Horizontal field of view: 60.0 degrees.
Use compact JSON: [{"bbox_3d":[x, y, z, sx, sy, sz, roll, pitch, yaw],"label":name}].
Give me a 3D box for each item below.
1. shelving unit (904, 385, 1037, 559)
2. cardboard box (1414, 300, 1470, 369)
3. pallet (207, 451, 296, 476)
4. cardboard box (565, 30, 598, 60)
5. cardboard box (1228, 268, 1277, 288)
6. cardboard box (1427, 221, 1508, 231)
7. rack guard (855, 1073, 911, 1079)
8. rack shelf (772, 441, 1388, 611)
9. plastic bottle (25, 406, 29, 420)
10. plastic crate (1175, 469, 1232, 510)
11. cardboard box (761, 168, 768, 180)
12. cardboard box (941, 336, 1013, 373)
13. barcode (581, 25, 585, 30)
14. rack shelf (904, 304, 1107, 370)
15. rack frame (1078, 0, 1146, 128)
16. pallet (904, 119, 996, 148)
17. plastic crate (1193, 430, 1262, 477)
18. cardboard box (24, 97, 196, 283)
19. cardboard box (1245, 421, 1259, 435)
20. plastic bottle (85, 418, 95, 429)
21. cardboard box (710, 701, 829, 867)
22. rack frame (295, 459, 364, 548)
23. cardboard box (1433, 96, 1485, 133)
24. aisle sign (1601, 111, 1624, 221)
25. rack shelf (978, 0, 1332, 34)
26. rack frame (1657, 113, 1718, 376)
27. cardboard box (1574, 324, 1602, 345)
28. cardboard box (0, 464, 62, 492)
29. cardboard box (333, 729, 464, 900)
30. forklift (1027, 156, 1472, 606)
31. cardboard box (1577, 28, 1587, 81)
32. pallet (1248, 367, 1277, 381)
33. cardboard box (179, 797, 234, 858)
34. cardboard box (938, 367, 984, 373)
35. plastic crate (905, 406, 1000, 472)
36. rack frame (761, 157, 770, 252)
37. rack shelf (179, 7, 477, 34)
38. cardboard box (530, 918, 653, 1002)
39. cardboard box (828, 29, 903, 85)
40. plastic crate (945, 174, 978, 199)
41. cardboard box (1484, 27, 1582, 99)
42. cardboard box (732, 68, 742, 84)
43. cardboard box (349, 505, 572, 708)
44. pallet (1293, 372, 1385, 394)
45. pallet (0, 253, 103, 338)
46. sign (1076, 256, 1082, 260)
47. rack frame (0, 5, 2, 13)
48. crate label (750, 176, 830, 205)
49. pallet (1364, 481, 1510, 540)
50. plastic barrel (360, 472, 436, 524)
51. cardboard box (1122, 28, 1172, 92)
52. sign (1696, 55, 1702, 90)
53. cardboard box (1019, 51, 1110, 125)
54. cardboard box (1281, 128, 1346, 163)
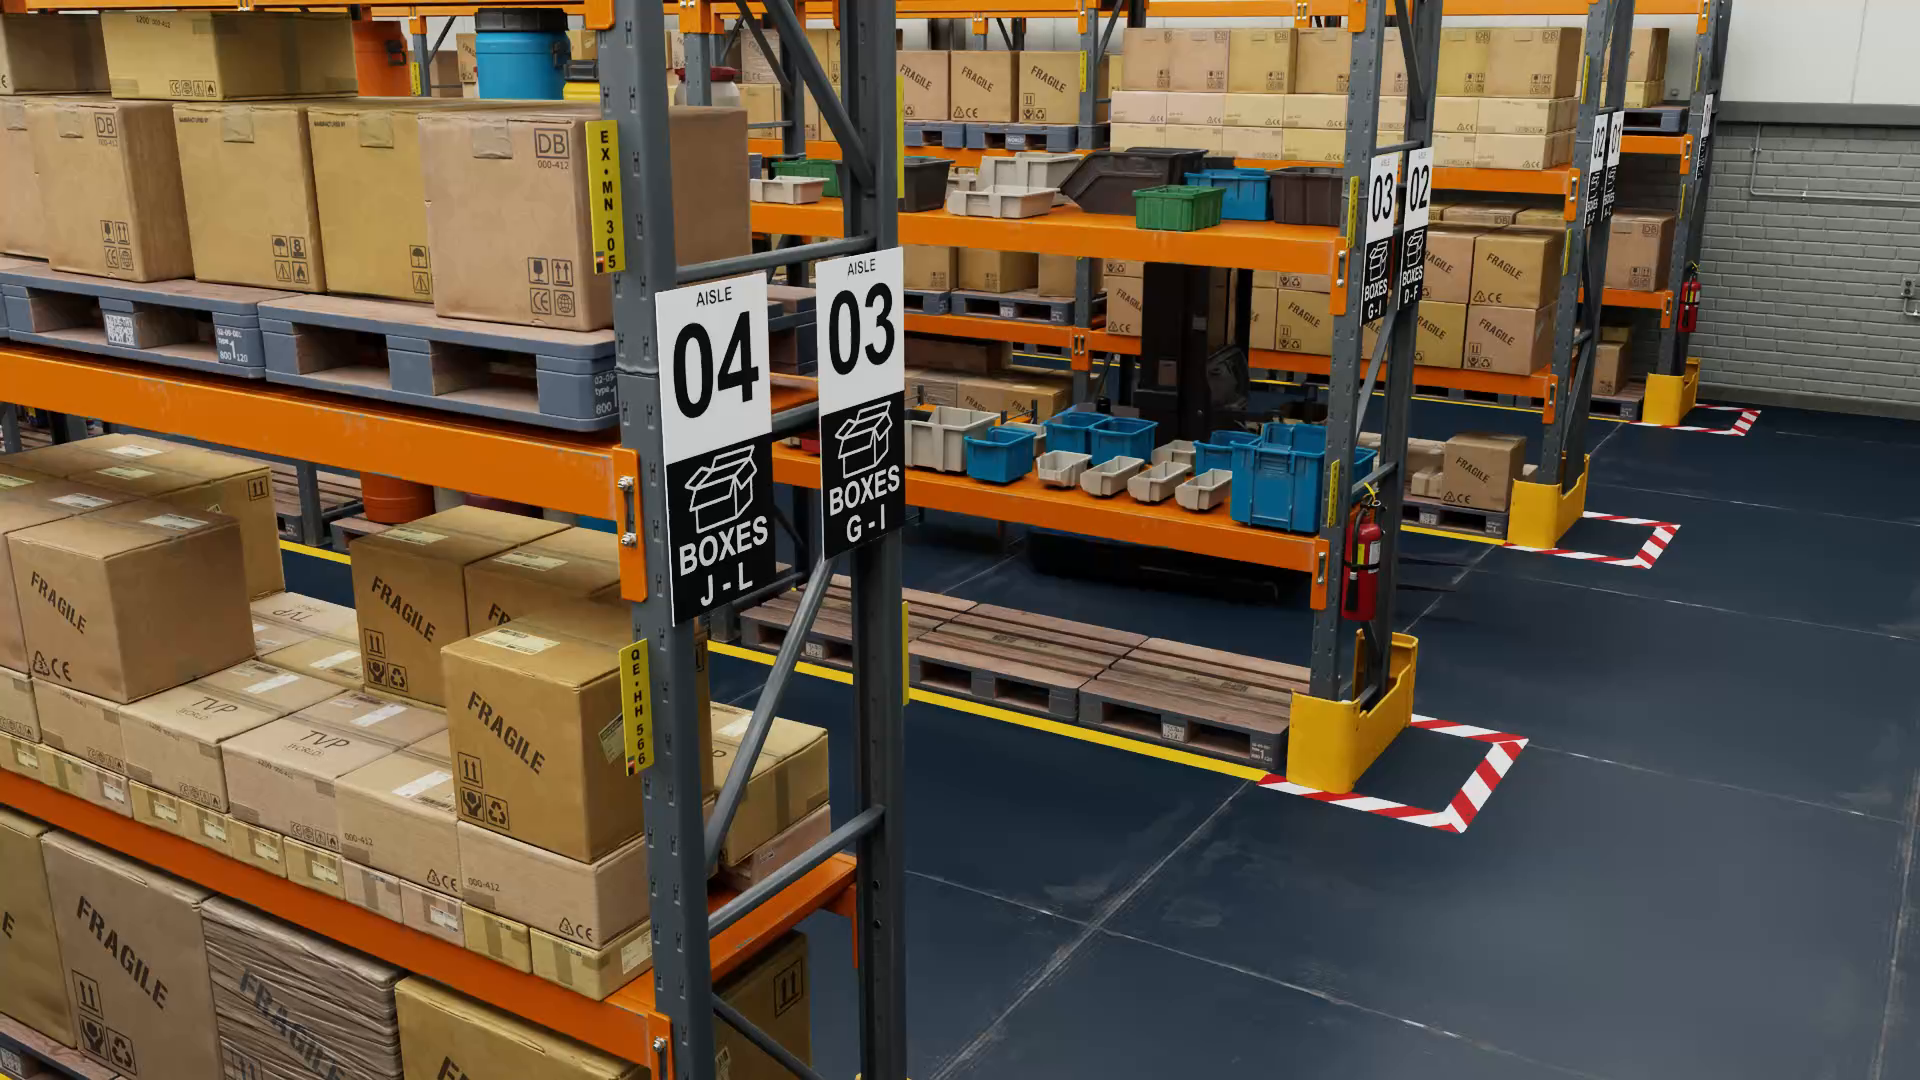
[{"bbox_3d":[0.006,-0.537,12.714,1.048,1.125,0.538,10,20,30],"label":"shelving unit"},{"bbox_3d":[3.742,-1.642,12.953,0.500,0.500,0.500,10,20,31],"label":"cardboard box"},{"bbox_3d":[-6.378,-0.485,14.114,1.213,0.211,1.003,10,20,30],"label":"pallet"},{"bbox_3d":[-5.290,-6.865,23.232,0.500,0.500,0.500,11,20,32],"label":"cardboard box"},{"bbox_3d":[2.433,-2.352,13.570,0.500,0.500,0.500,9,19,28],"label":"cardboard box"},{"bbox_3d":[4.020,-2.252,13.241,0.500,0.500,0.500,10,20,31],"label":"cardboard box"},{"bbox_3d":[-0.457,2.137,4.985,0.348,0.500,1.175,10,20,30],"label":"rack guard"},{"bbox_3d":[0.410,-0.249,9.778,4.000,0.370,1.077,10,20,30],"label":"rack shelf"},{"bbox_3d":[-8.888,-1.287,15.893,0.097,0.271,0.097,0,17,0],"label":"plastic bottle"},{"bbox_3d":[1.325,-0.271,8.962,0.243,0.136,0.396,10,20,30],"label":"plastic crate"},{"bbox_3d":[-2.511,-4.740,22.397,0.500,0.500,0.700,10,20,30],"label":"cardboard box"},{"bbox_3d":[0.165,-1.783,15.843,0.500,0.250,0.500,10,20,30],"label":"cardboard box"},{"bbox_3d":[-5.468,-7.441,24.130,0.075,0.075,0.001,10,20,30],"label":"barcode"},{"bbox_3d":[-0.403,-2.084,15.817,4.000,0.370,1.077,10,20,30],"label":"rack shelf"},{"bbox_3d":[1.301,-4.994,13.839,0.127,3.000,1.000,10,20,30],"label":"rack frame"},{"bbox_3d":[-0.103,-3.743,15.203,1.003,0.211,1.213,10,20,30],"label":"pallet"},{"bbox_3d":[1.515,-0.457,9.409,0.300,0.233,0.416,10,20,30],"label":"plastic crate"},{"bbox_3d":[-2.361,-1.101,5.117,0.500,0.500,0.700,11,20,32],"label":"cardboard box"},{"bbox_3d":[2.574,-0.917,14.609,0.500,0.311,0.500,10,20,30],"label":"cardboard box"},{"bbox_3d":[-8.153,-1.176,15.530,0.097,0.271,0.097,0,17,0],"label":"plastic bottle"},{"bbox_3d":[-0.745,0.727,5.072,0.500,0.250,0.500,10,19,29],"label":"cardboard box"},{"bbox_3d":[-4.703,-1.506,12.678,0.127,3.000,1.000,10,20,30],"label":"rack frame"},{"bbox_3d":[3.712,-3.209,12.521,0.500,0.250,0.500,10,20,30],"label":"cardboard box"},{"bbox_3d":[4.922,-2.821,12.536,0.004,0.787,0.394,10,20,30],"label":"aisle sign"},{"bbox_3d":[2.186,-5.990,19.044,4.000,0.370,1.077,10,20,30],"label":"rack shelf"},{"bbox_3d":[7.299,-2.743,16.749,0.127,3.000,1.000,10,20,30],"label":"rack frame"},{"bbox_3d":[6.445,-2.114,17.142,0.250,0.149,0.380,10,19,29],"label":"cardboard box"},{"bbox_3d":[-3.612,0.036,6.058,0.500,0.500,0.500,10,20,30],"label":"cardboard box"},{"bbox_3d":[-1.462,0.782,4.893,0.500,0.250,0.500,10,19,29],"label":"cardboard box"},{"bbox_3d":[2.052,-1.125,11.543,3.031,2.935,1.130,8,19,24],"label":"forklift"},{"bbox_3d":[6.112,-4.836,16.554,0.500,0.500,0.500,11,20,32],"label":"cardboard box"},{"bbox_3d":[3.194,-2.116,19.482,1.213,0.211,1.003,10,20,30],"label":"pallet"},{"bbox_3d":[-2.256,0.853,5.345,0.250,0.149,0.380,11,20,31],"label":"cardboard box"},{"bbox_3d":[0.134,-1.428,15.966,0.500,0.500,0.500,10,20,31],"label":"cardboard box"},{"bbox_3d":[-0.089,-0.592,9.768,0.530,0.282,0.437,10,20,30],"label":"plastic crate"},{"bbox_3d":[-2.926,-4.568,22.758,0.127,3.000,1.000,10,20,30],"label":"rack frame"},{"bbox_3d":[-7.220,-5.980,19.010,4.000,0.370,1.077,10,20,30],"label":"rack shelf"},{"bbox_3d":[-0.954,1.085,4.580,0.250,0.149,0.380,11,20,31],"label":"cardboard box"},{"bbox_3d":[-0.870,-4.470,15.384,0.500,0.500,0.500,10,20,30],"label":"cardboard box"},{"bbox_3d":[-0.011,-2.107,9.950,0.466,0.136,0.293,10,20,30],"label":"plastic crate"},{"bbox_3d":[4.263,-3.551,12.357,0.500,0.500,0.700,10,20,30],"label":"cardboard box"},{"bbox_3d":[-3.212,-6.198,22.756,0.500,0.500,0.500,11,20,32],"label":"cardboard box"},{"bbox_3d":[-1.616,0.215,5.468,0.500,0.500,0.500,10,19,29],"label":"cardboard box"},{"bbox_3d":[4.498,-1.882,18.713,1.213,0.211,1.003,10,20,30],"label":"pallet"},{"bbox_3d":[-3.195,-0.936,5.795,1.213,0.211,1.003,10,20,30],"label":"pallet"},{"bbox_3d":[1.014,-2.540,14.089,0.005,0.325,0.100,10,20,30],"label":"sign"},{"bbox_3d":[-3.886,-2.541,5.764,0.127,3.000,1.000,10,20,30],"label":"rack frame"},{"bbox_3d":[-1.028,-2.060,9.796,0.466,0.136,0.293,10,20,30],"label":"crate label"},{"bbox_3d":[3.965,-0.313,13.550,1.213,0.211,1.003,10,20,30],"label":"pallet"},{"bbox_3d":[-4.277,-0.598,12.701,0.708,0.830,0.600,10,20,30],"label":"plastic barrel"},{"bbox_3d":[1.736,-4.021,13.903,0.500,0.500,0.700,10,20,30],"label":"cardboard box"},{"bbox_3d":[7.003,-4.431,15.761,0.005,0.325,0.100,10,20,30],"label":"sign"},{"bbox_3d":[0.911,-3.950,14.498,0.600,0.600,0.600,8,19,25],"label":"cardboard box"},{"bbox_3d":[2.863,-3.123,13.099,0.500,0.250,0.500,10,20,30],"label":"cardboard box"}]
